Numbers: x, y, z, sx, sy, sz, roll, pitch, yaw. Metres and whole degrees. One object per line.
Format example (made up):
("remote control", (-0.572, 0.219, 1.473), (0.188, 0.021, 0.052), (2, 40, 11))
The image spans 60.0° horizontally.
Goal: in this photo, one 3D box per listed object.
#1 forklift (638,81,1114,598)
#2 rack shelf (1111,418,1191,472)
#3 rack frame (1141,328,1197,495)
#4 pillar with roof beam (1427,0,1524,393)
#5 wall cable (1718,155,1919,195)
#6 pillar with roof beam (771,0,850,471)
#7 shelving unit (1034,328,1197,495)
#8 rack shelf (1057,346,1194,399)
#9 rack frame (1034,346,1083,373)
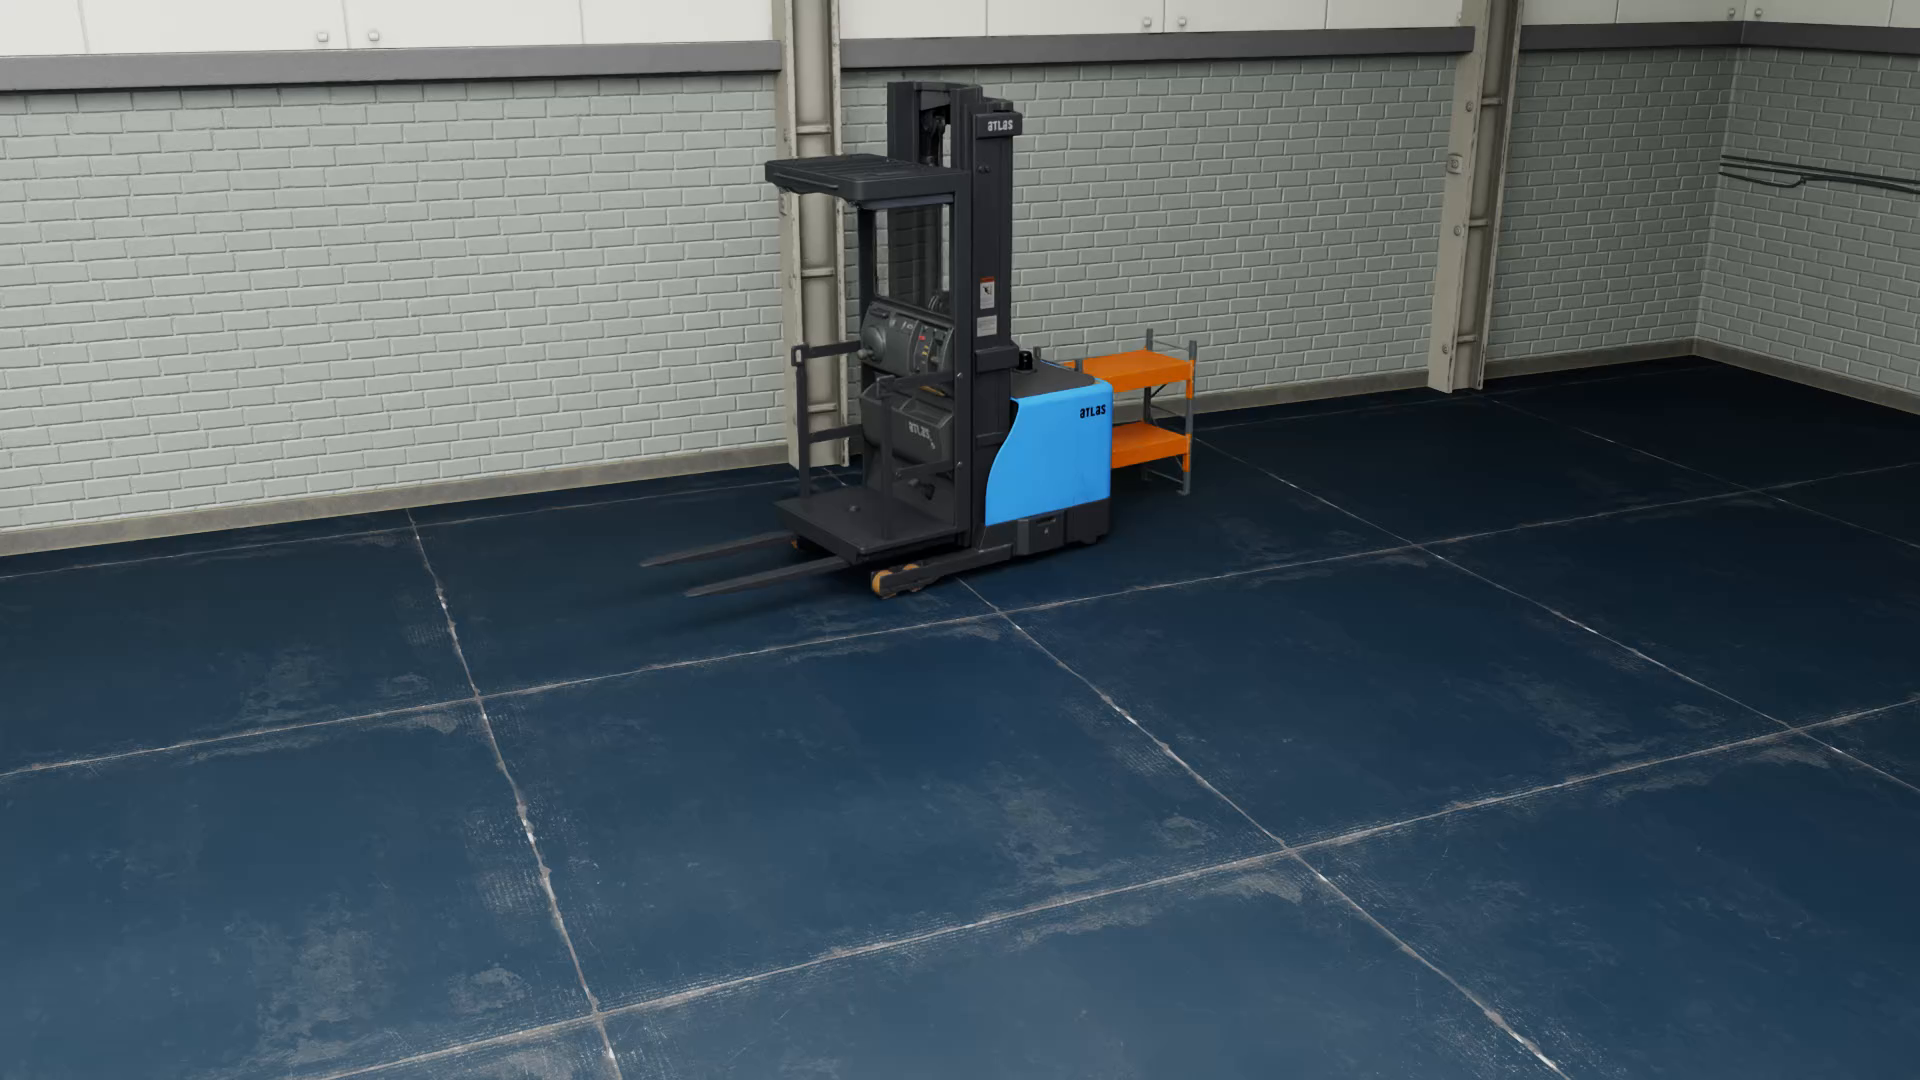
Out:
("forklift", (-0.498, -1.230, 10.103), (3.031, 2.935, 1.130), (-13, 23, -33))
("rack shelf", (1.078, -0.597, 11.759), (1.000, 0.278, 0.538), (-13, 23, -33))
("rack frame", (1.495, -0.924, 11.952), (0.032, 1.125, 0.500), (-13, 23, -33))
("pillar with roof beam", (6.137, -4.304, 9.695), (0.400, 9.000, 9.100), (-8, 21, -22))
("wall cable", (7.661, -4.136, 13.895), (0.112, 2.526, 3.097), (-8, 21, -22))
("pillar with roof beam", (0.628, -3.514, 7.453), (0.400, 9.000, 9.100), (-8, 21, -22))
("shelving unit", (1.078, -0.827, 11.678), (1.048, 1.125, 0.538), (-13, 23, -33))
("rack shelf", (1.078, -1.103, 11.581), (1.000, 0.278, 0.538), (-13, 23, -33))
("rack frame", (0.661, -0.731, 11.403), (0.032, 1.125, 0.500), (-13, 23, -33))
